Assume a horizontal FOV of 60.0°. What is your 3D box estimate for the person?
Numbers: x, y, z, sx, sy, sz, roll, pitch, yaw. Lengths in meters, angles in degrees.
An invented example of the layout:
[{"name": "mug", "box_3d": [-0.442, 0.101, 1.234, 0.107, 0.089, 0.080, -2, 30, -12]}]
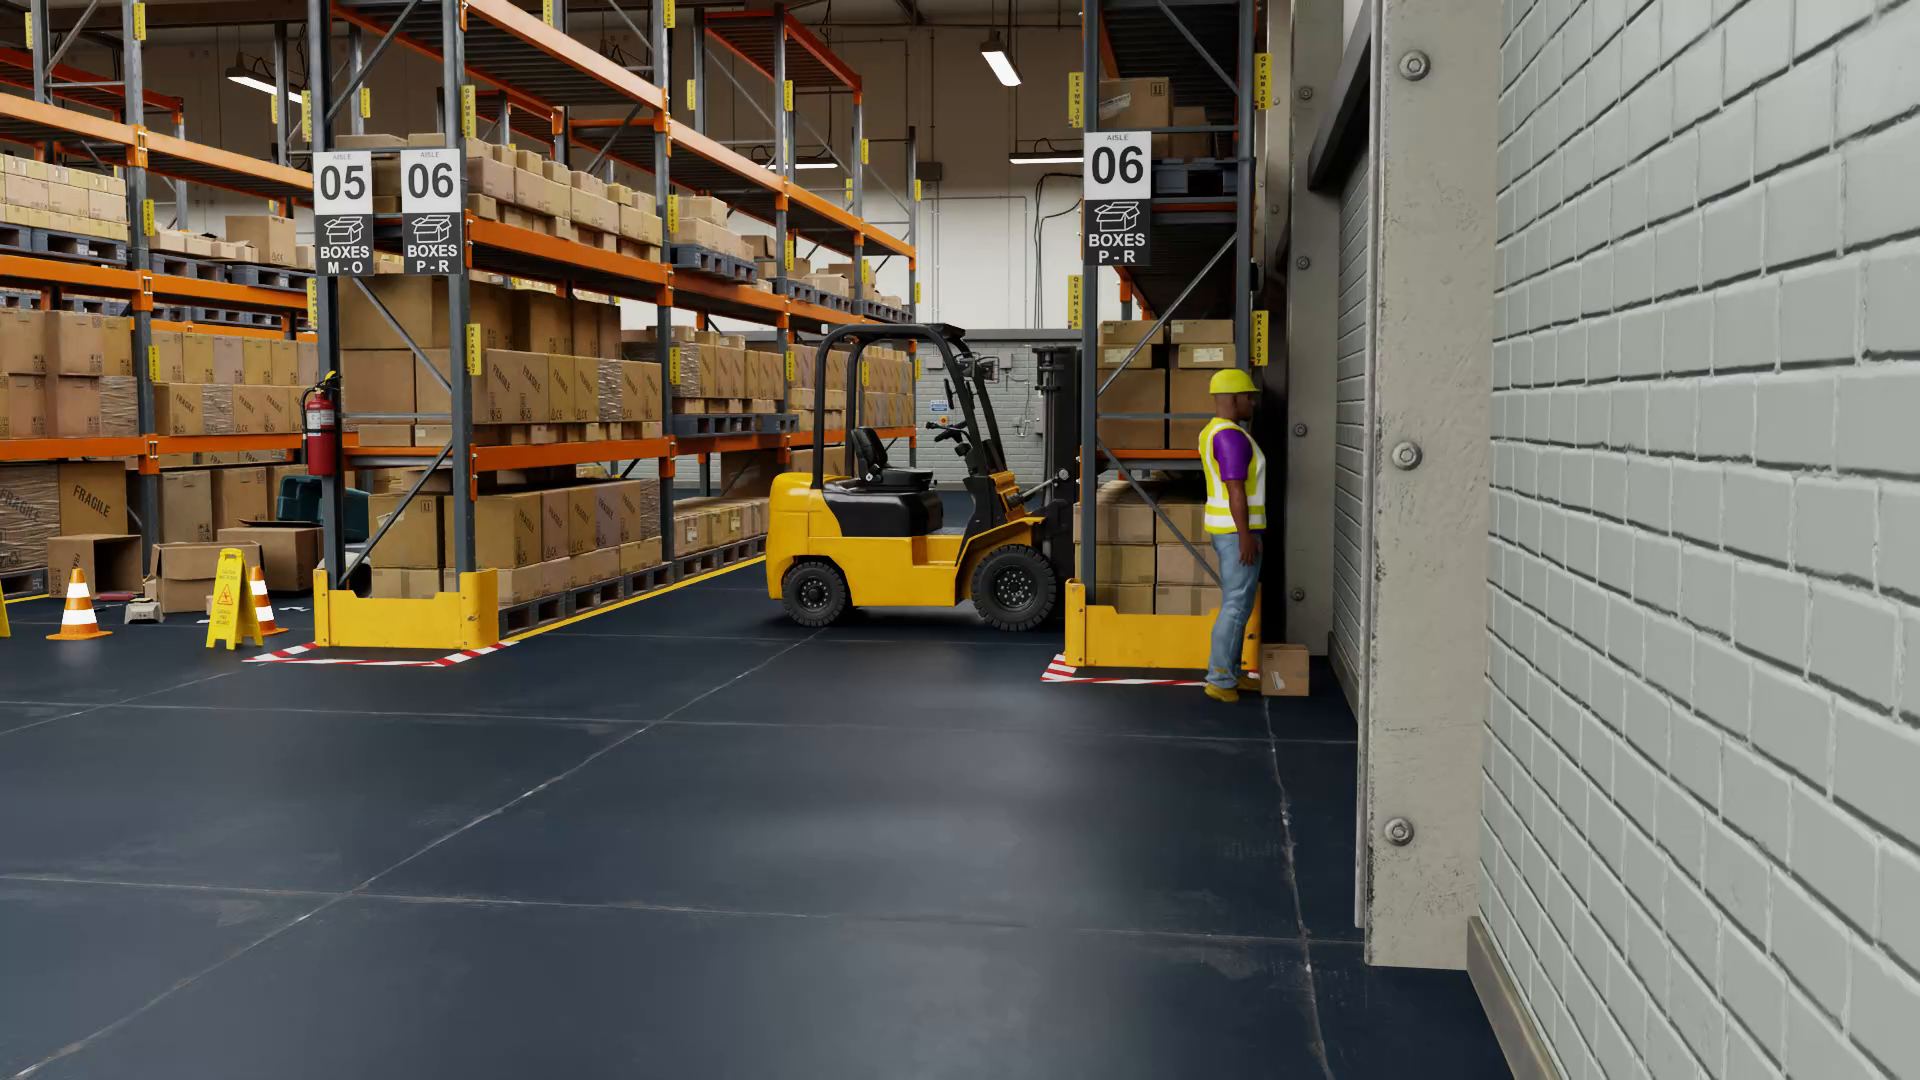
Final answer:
[{"name": "person", "box_3d": [1.510, -0.007, 9.010, 0.424, 1.829, 0.569, 0, 4, -2]}]
